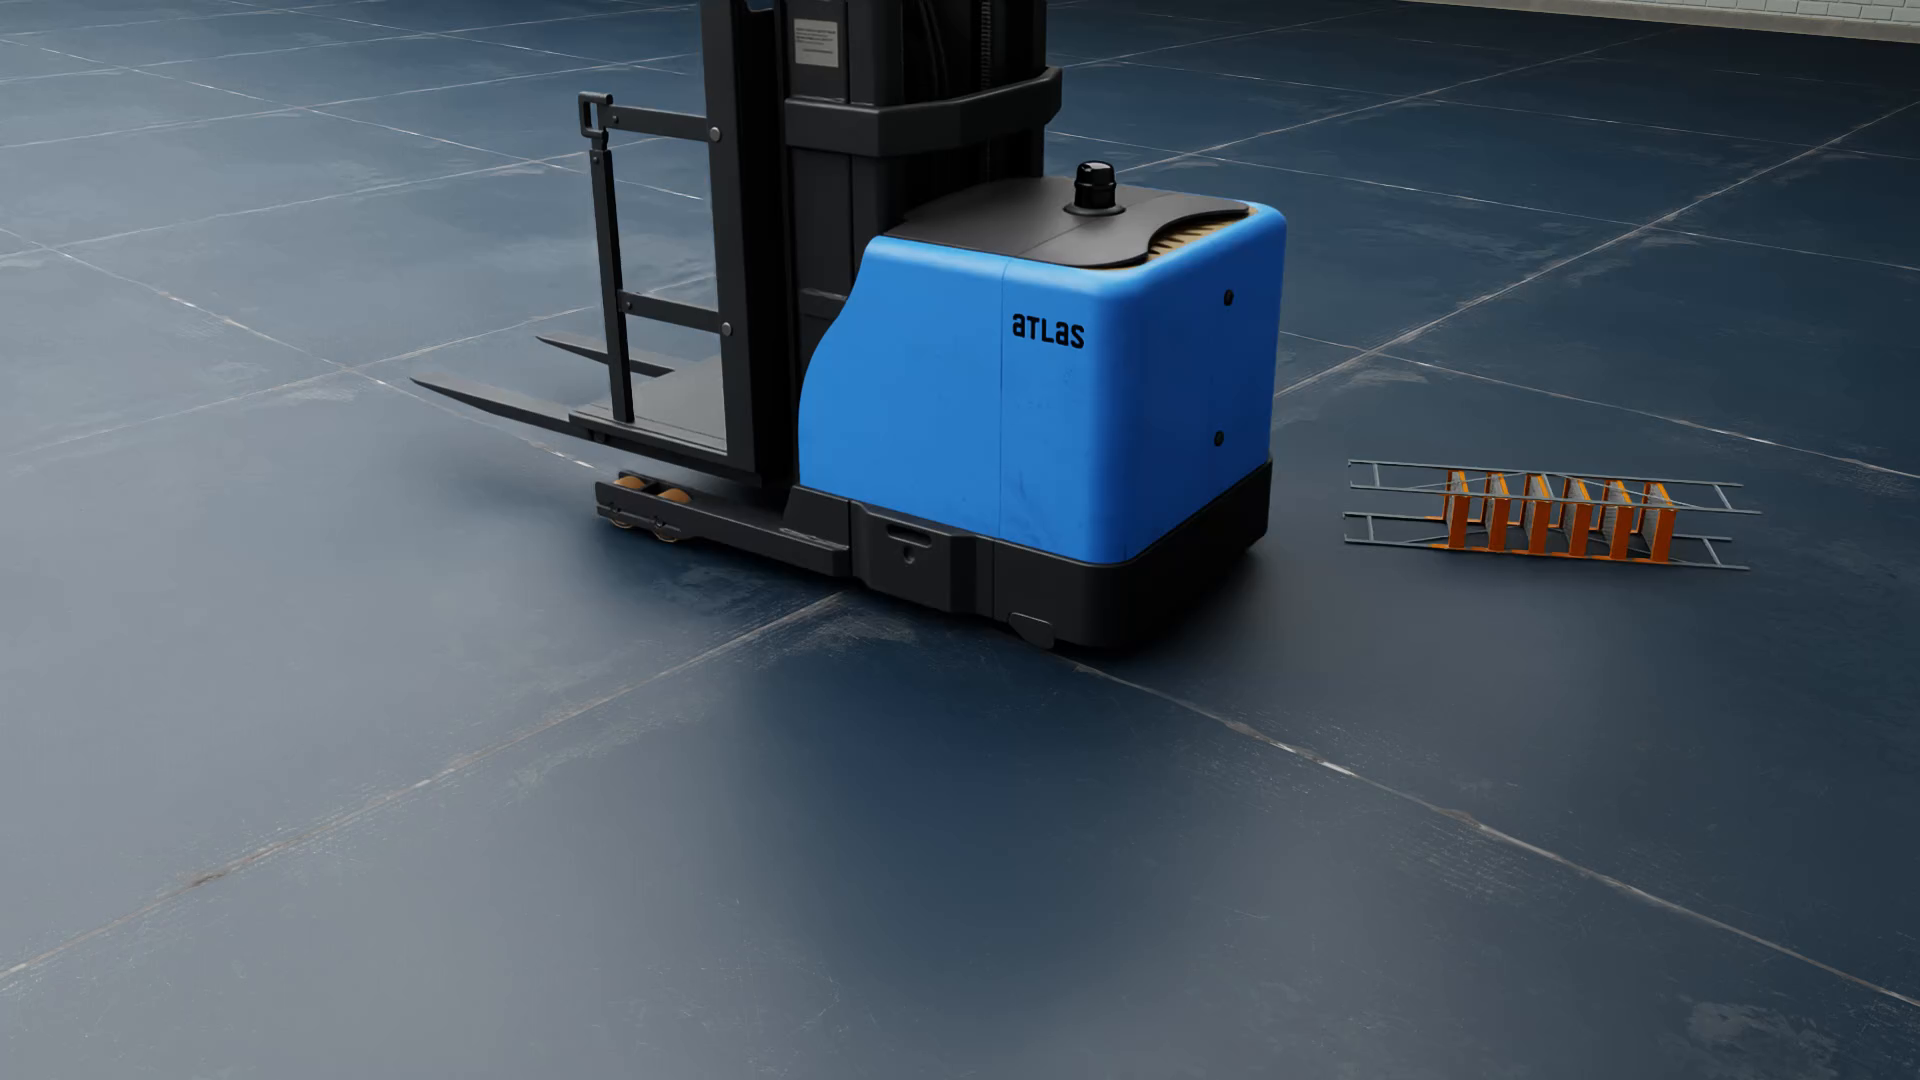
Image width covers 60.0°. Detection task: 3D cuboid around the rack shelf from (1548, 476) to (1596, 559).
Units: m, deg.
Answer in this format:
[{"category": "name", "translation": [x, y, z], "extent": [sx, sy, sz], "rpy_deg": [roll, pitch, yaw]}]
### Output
[{"category": "rack shelf", "translation": [1.896, -0.078, 5.187], "extent": [0.103, 0.180, 0.258], "rpy_deg": [4, 24, 9]}]

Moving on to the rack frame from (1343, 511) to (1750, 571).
[{"category": "rack frame", "translation": [1.821, 0.000, 5.237], "extent": [1.200, 0.006, 0.240], "rpy_deg": [4, 24, 9]}]

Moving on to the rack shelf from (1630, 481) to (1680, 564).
[{"category": "rack shelf", "translation": [2.132, -0.061, 5.149], "extent": [0.103, 0.180, 0.258], "rpy_deg": [4, 24, 9]}]

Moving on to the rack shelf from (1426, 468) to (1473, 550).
[{"category": "rack shelf", "translation": [1.541, -0.104, 5.245], "extent": [0.103, 0.180, 0.258], "rpy_deg": [4, 24, 9]}]

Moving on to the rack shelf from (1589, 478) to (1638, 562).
[{"category": "rack shelf", "translation": [2.014, -0.069, 5.168], "extent": [0.103, 0.180, 0.258], "rpy_deg": [4, 24, 9]}]

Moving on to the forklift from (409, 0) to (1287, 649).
[{"category": "forklift", "translation": [-0.556, -1.491, 4.993], "extent": [3.031, 2.935, 1.130], "rpy_deg": [15, 28, 31]}]

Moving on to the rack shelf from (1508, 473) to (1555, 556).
[{"category": "rack shelf", "translation": [1.778, -0.087, 5.207], "extent": [0.103, 0.180, 0.258], "rpy_deg": [4, 24, 9]}]

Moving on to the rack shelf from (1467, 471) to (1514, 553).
[{"category": "rack shelf", "translation": [1.659, -0.095, 5.226], "extent": [0.103, 0.180, 0.258], "rpy_deg": [4, 24, 9]}]

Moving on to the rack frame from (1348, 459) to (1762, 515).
[{"category": "rack frame", "translation": [1.821, -0.167, 5.162], "extent": [1.200, 0.006, 0.240], "rpy_deg": [4, 24, 9]}]

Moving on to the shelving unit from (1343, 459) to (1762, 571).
[{"category": "shelving unit", "translation": [1.821, -0.083, 5.199], "extent": [1.200, 0.189, 0.258], "rpy_deg": [4, 24, 9]}]
